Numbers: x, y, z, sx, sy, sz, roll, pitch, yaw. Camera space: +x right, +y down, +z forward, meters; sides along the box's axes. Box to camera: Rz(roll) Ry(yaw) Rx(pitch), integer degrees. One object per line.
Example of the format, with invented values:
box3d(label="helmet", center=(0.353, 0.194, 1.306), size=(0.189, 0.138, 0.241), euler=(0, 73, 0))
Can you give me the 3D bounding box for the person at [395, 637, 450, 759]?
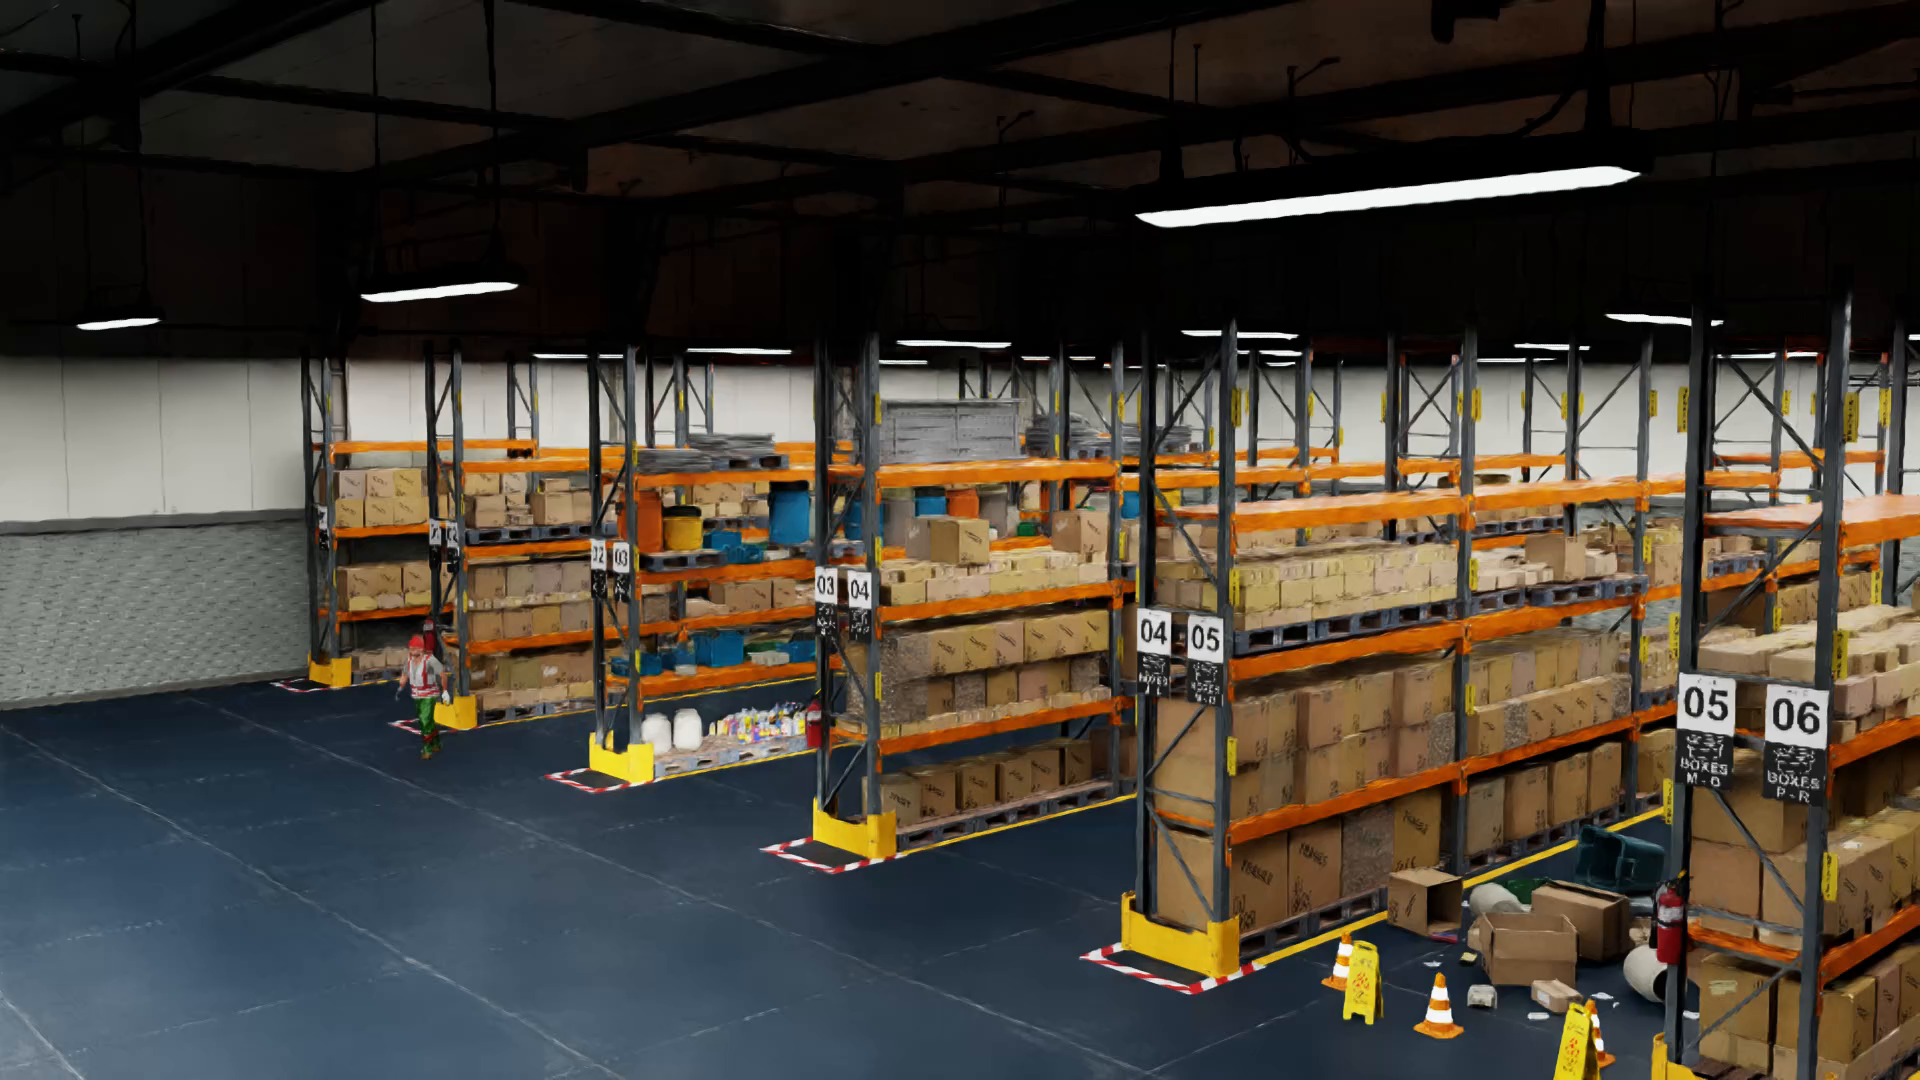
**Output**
box3d(label="person", center=(-7.609, 2.217, 23.625), size=(0.668, 1.722, 0.793), euler=(3, 6, 27))
